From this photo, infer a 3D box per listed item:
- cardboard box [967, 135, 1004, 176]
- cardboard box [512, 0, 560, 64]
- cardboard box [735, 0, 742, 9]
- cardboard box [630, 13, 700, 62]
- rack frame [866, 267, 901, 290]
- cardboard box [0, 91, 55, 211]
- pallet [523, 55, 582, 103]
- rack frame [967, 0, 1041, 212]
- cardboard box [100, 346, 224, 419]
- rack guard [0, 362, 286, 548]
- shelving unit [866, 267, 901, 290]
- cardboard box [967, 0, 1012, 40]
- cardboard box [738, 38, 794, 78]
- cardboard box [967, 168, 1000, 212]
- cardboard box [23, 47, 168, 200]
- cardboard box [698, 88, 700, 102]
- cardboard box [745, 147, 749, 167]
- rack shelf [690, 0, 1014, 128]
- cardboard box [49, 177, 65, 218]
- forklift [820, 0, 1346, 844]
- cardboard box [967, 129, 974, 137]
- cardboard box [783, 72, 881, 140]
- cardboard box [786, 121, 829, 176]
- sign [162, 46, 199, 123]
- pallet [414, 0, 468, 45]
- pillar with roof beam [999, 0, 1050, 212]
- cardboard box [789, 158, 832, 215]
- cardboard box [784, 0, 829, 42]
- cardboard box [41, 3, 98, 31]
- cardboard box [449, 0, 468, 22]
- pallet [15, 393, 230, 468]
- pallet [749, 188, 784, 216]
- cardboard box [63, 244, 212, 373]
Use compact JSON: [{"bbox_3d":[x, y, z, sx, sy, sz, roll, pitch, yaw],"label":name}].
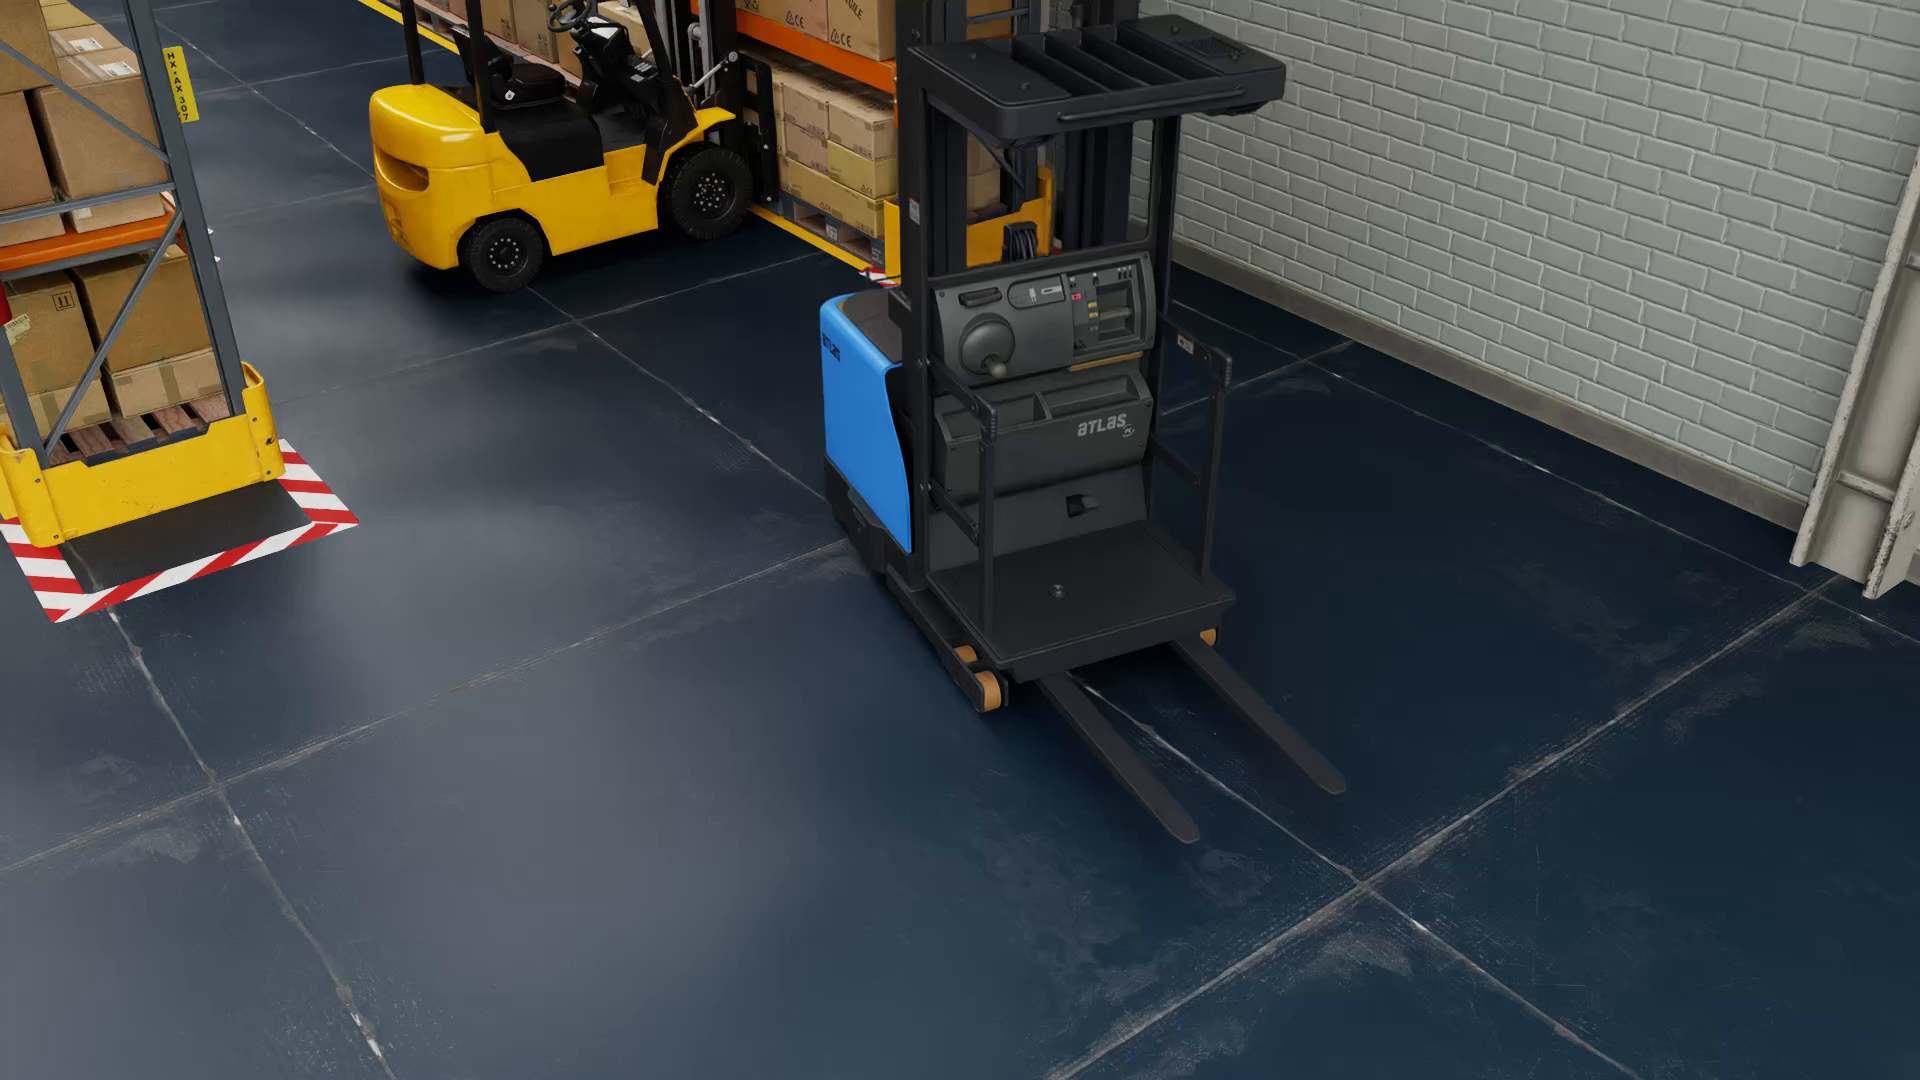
[{"bbox_3d":[-0.065,-2.547,10.742,0.500,0.250,0.500,-21,38,-31],"label":"cardboard box"},{"bbox_3d":[-3.192,-4.438,13.904,0.875,0.625,0.625,-23,38,-32],"label":"cardboard box"},{"bbox_3d":[-1.392,-3.862,11.031,0.500,0.500,0.500,-22,38,-31],"label":"cardboard box"},{"bbox_3d":[-2.039,-3.644,12.034,0.500,0.250,0.500,-22,38,-31],"label":"cardboard box"},{"bbox_3d":[-0.353,-0.856,8.133,0.200,1.050,0.008,-14,34,-21],"label":"rack frame"},{"bbox_3d":[-4.410,-1.760,7.363,0.500,0.500,0.500,-23,39,-32],"label":"cardboard box"},{"bbox_3d":[-2.876,-3.838,13.730,1.003,0.211,1.213,-22,38,-31],"label":"pallet"},{"bbox_3d":[0.059,-3.061,9.836,1.000,3.000,0.127,-22,38,-31],"label":"rack frame"},{"bbox_3d":[-4.136,-0.890,8.547,0.500,0.250,0.500,-23,38,-32],"label":"cardboard box"},{"bbox_3d":[-3.906,-0.423,7.958,1.175,0.500,0.348,-22,38,-31],"label":"rack guard"},{"bbox_3d":[-0.301,-0.798,8.039,0.215,1.050,0.252,-14,34,-21],"label":"shelving unit"},{"bbox_3d":[-0.025,-3.400,10.286,0.500,0.500,0.500,-21,37,-30],"label":"cardboard box"},{"bbox_3d":[-1.409,-3.219,11.350,0.500,0.250,0.500,-23,39,-32],"label":"cardboard box"},{"bbox_3d":[-0.088,-2.339,10.882,0.500,0.250,0.500,-22,38,-31],"label":"cardboard box"},{"bbox_3d":[-3.931,-1.910,7.605,0.500,0.500,0.500,-23,39,-32],"label":"cardboard box"},{"bbox_3d":[-1.731,-3.227,11.837,0.500,0.250,0.500,-23,38,-32],"label":"cardboard box"},{"bbox_3d":[-1.412,-2.796,11.617,0.500,0.250,0.500,-21,38,-30],"label":"cardboard box"},{"bbox_3d":[-1.167,-3.589,11.368,1.077,0.370,4.000,-22,38,-31],"label":"rack shelf"},{"bbox_3d":[-4.070,-1.656,7.811,0.380,0.149,0.250,-22,38,-31],"label":"cardboard box"},{"bbox_3d":[0.433,-0.820,6.292,1.130,2.935,3.031,-14,34,-21],"label":"forklift"},{"bbox_3d":[-0.086,-2.758,10.608,0.500,0.250,0.500,-23,39,-32],"label":"cardboard box"},{"bbox_3d":[-0.787,-2.798,10.673,0.500,0.250,0.500,-22,38,-31],"label":"cardboard box"},{"bbox_3d":[-0.785,-2.598,10.824,0.500,0.250,0.500,-23,38,-32],"label":"cardboard box"},{"bbox_3d":[-3.431,-1.997,7.302,0.100,0.325,0.005,-22,38,-31],"label":"sign"},{"bbox_3d":[-4.373,-4.855,15.367,1.003,0.211,1.213,-22,38,-31],"label":"pallet"},{"bbox_3d":[-3.056,-4.799,6.947,9.100,9.000,0.400,-22,38,-31],"label":"pillar with roof beam"},{"bbox_3d":[-0.776,-2.375,10.940,0.500,0.250,0.500,-22,38,-31],"label":"cardboard box"},{"bbox_3d":[-0.761,-3.443,10.356,0.500,0.500,0.500,-21,38,-30],"label":"cardboard box"},{"bbox_3d":[-4.564,-2.336,8.292,0.500,0.500,0.500,-23,39,-32],"label":"cardboard box"},{"bbox_3d":[-4.068,-5.031,14.860,0.875,0.625,0.625,-21,37,-30],"label":"cardboard box"},{"bbox_3d":[-4.376,-0.651,8.598,1.003,0.211,1.213,-22,38,-31],"label":"pallet"},{"bbox_3d":[-1.187,-2.690,11.881,1.003,0.211,1.213,-22,38,-31],"label":"pallet"},{"bbox_3d":[-4.151,-1.218,8.365,0.500,0.500,0.500,-24,39,-33],"label":"cardboard box"}]
